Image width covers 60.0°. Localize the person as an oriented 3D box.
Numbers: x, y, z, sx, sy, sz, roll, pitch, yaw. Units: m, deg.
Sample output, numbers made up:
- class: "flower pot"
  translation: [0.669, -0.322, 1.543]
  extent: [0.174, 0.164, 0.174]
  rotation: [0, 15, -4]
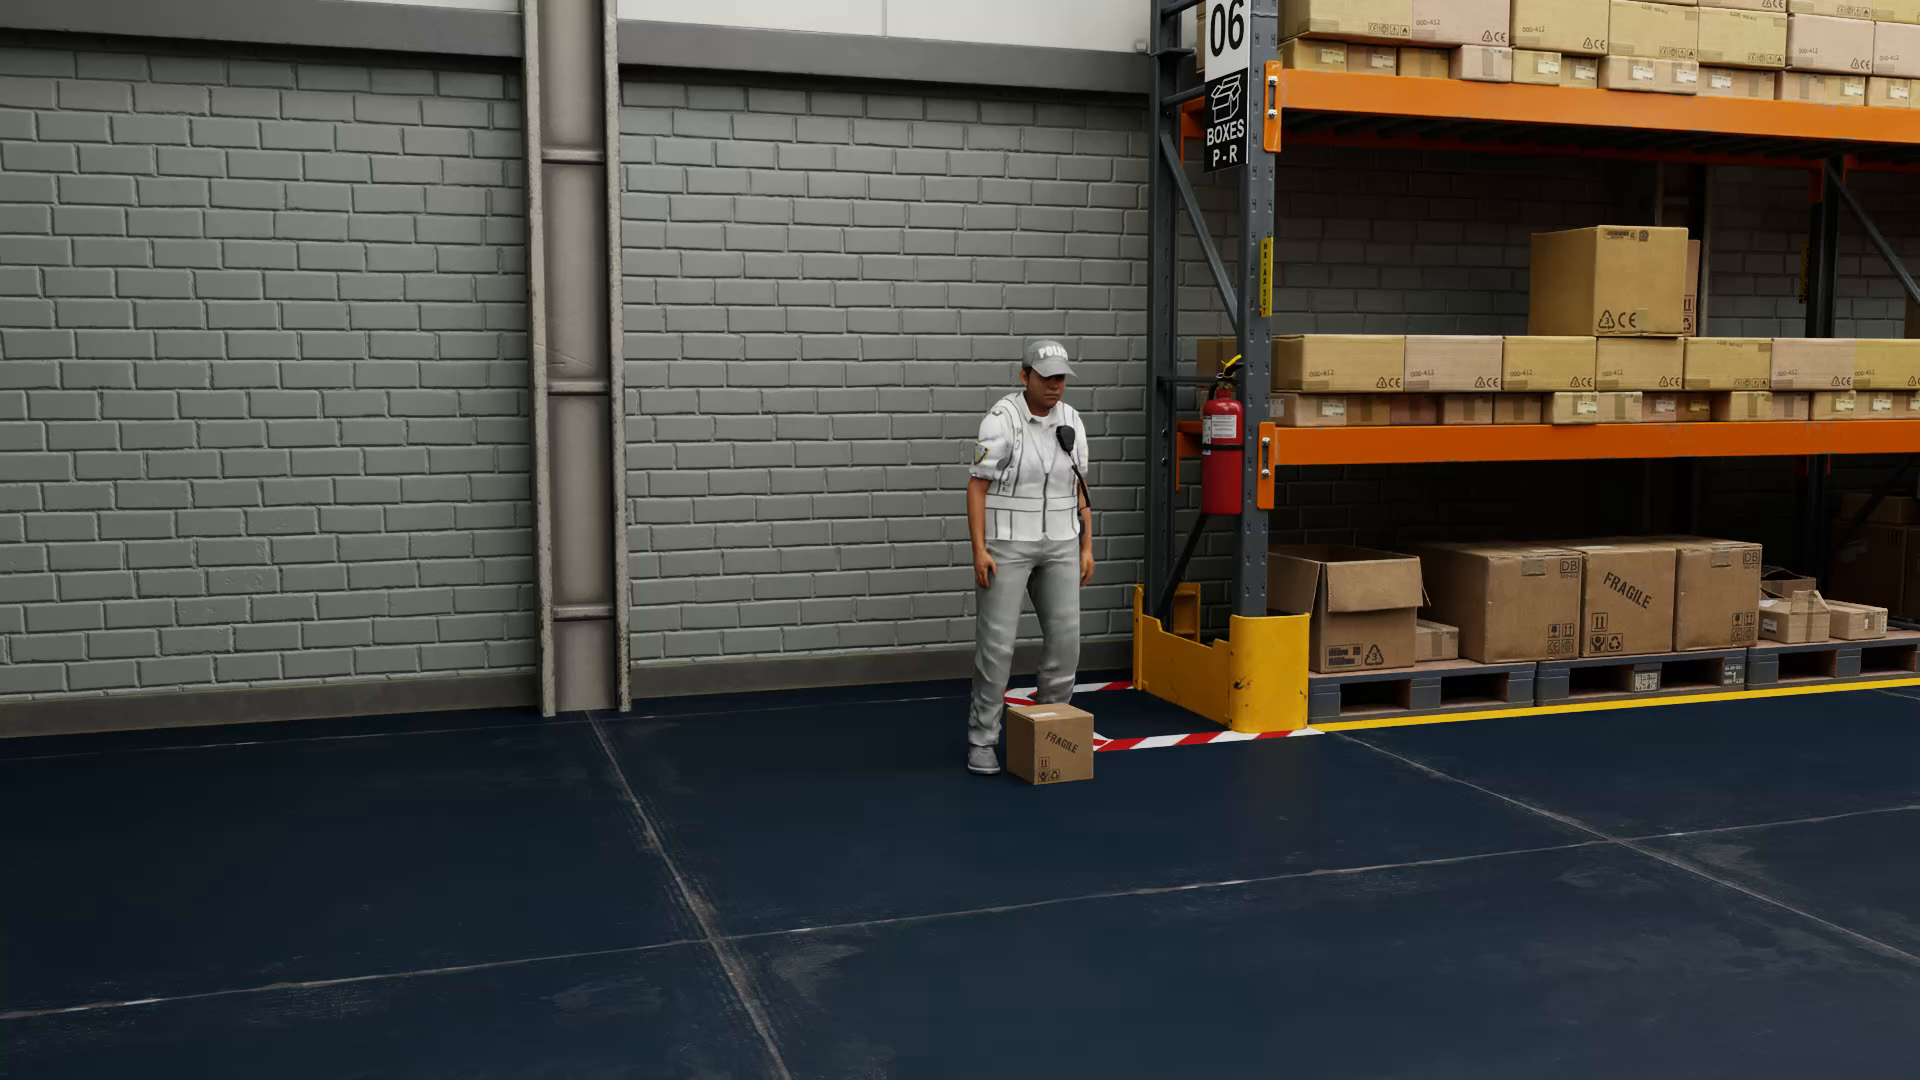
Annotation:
- class: "person"
  translation: [0.272, 0.054, 6.509]
  extent: [0.564, 1.667, 0.465]
  rotation: [-2, 6, -22]
